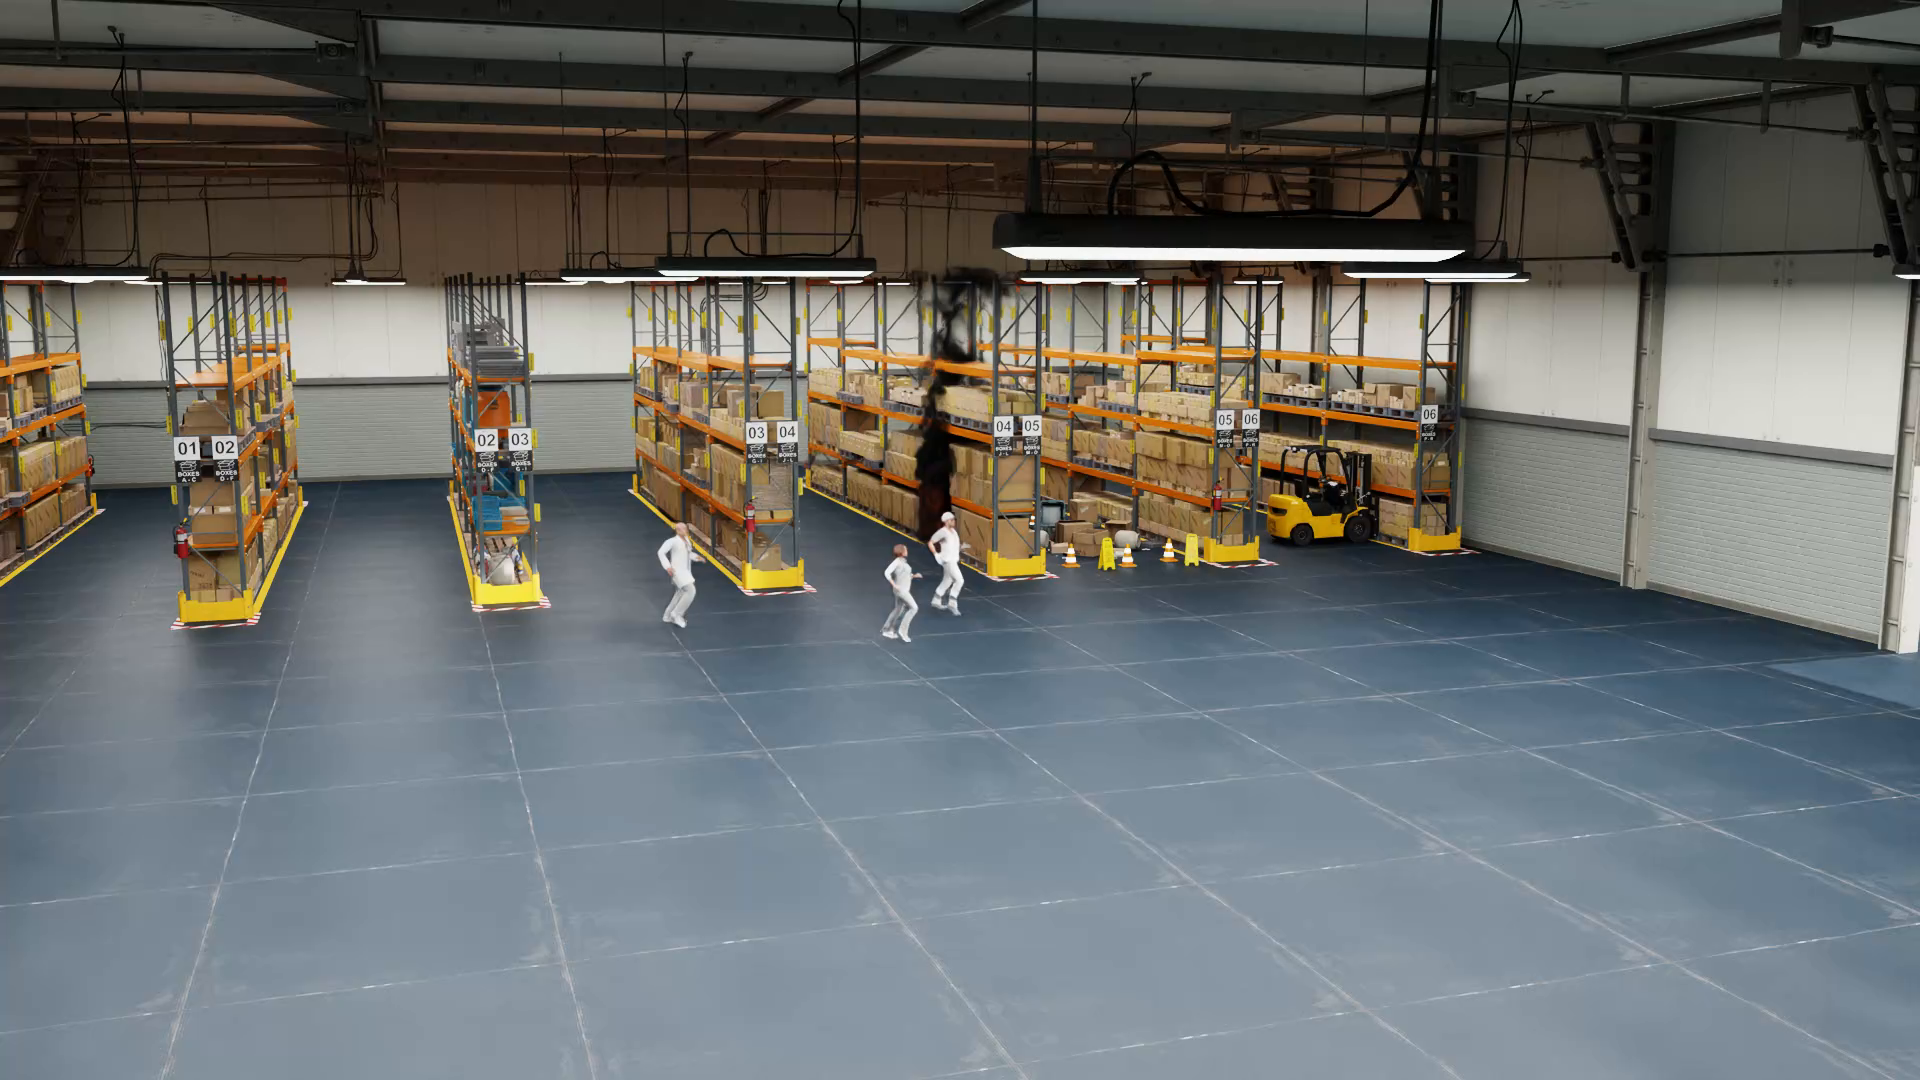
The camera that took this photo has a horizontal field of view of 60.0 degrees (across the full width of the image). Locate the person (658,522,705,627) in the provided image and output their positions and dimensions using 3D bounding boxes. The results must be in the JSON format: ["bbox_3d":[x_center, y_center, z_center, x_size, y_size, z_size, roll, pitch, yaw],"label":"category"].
[{"bbox_3d":[-4.739,0.591,28.398,0.765,1.792,0.693,2,9,12],"label":"person"}]

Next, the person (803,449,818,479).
[{"bbox_3d":[-4.453,-2.577,49.789,0.659,1.585,0.641,2,9,11],"label":"person"}]

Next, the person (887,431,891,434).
[{"bbox_3d":[-2.035,-2.287,47.691,0.590,1.659,0.556,-3,9,-21],"label":"person"}]

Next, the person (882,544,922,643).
[{"bbox_3d":[-0.947,0.864,27.080,0.682,1.617,0.503,0,9,3],"label":"person"}]

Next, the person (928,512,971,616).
[{"bbox_3d":[-0.184,0.421,29.382,0.761,1.836,0.647,3,9,20],"label":"person"}]
